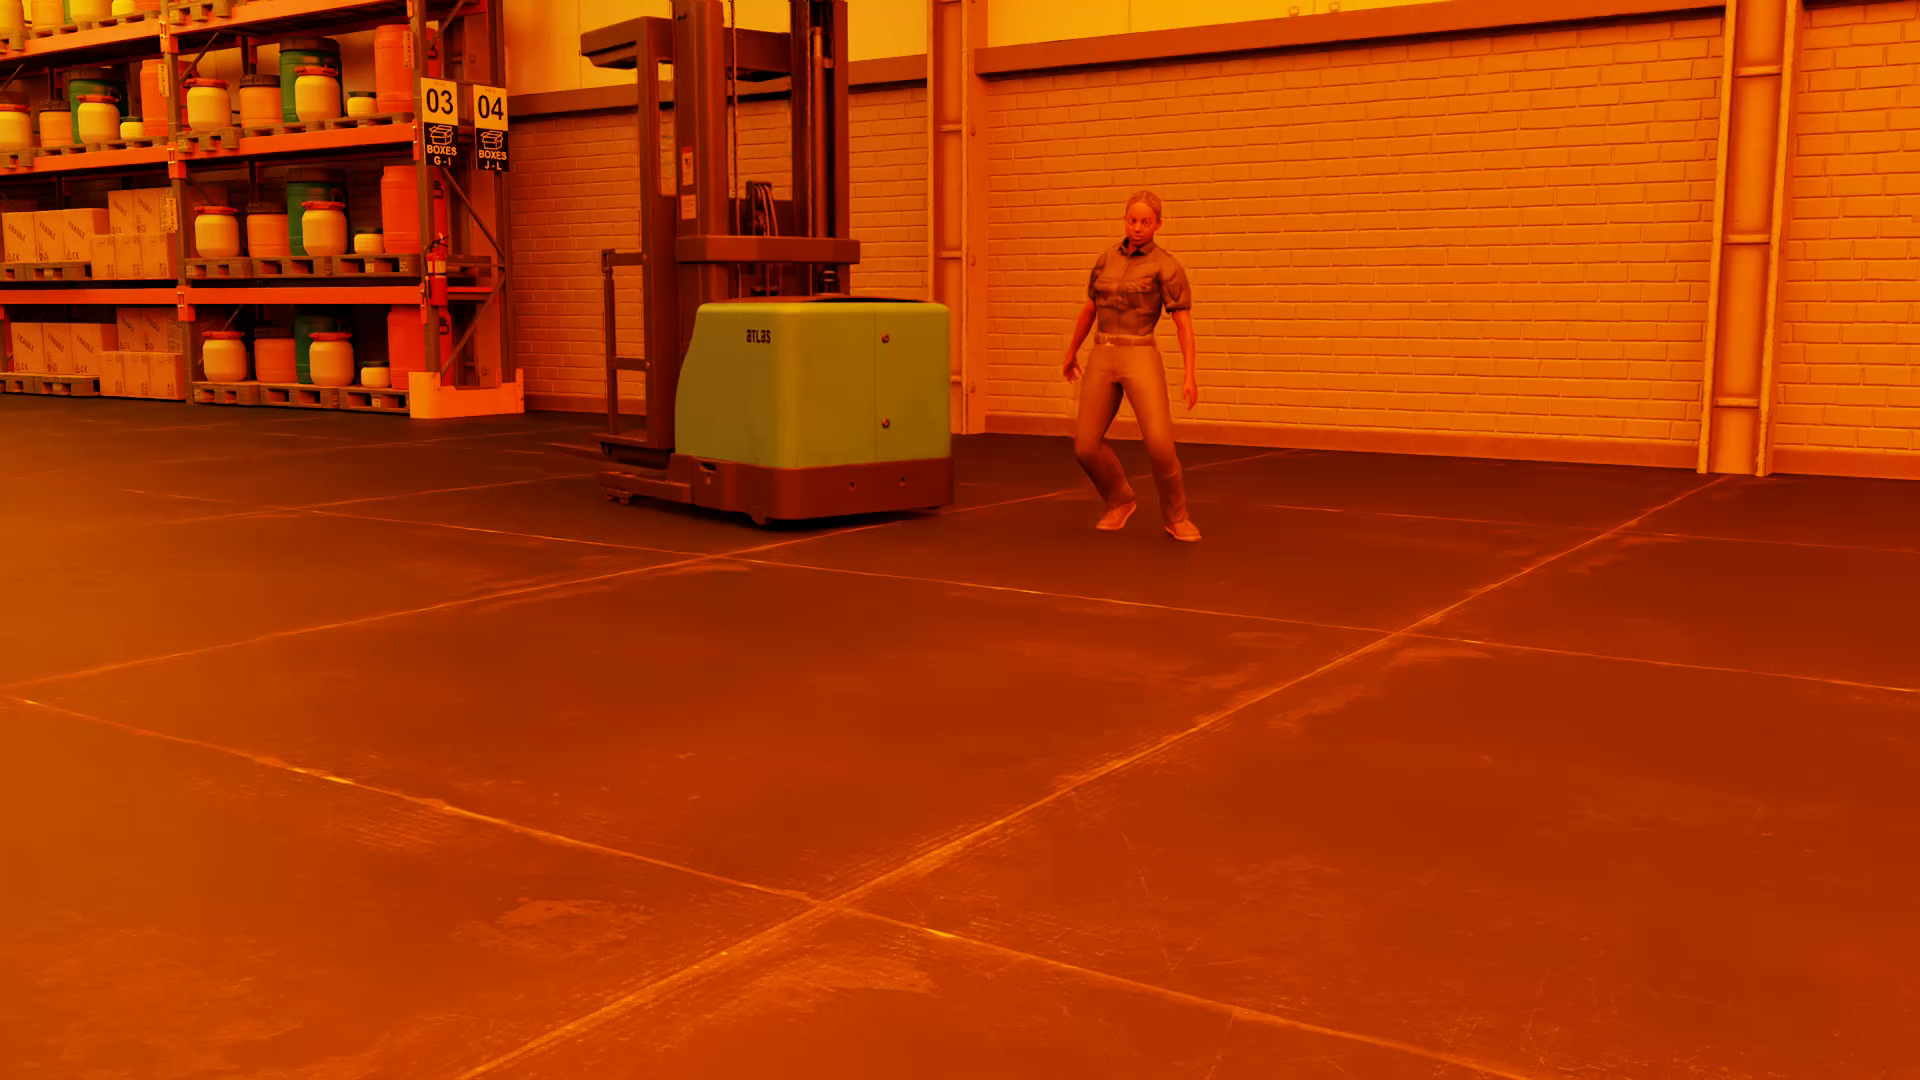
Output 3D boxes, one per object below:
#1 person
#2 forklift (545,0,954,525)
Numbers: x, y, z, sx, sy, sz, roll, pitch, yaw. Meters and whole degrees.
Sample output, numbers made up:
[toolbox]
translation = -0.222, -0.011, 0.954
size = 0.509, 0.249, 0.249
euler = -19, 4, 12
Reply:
[person]
translation = 0.809, -0.813, 7.759
size = 0.817, 1.588, 0.466
euler = 7, 11, 40
[forklift]
translation = -1.338, -1.681, 9.016
size = 1.130, 2.935, 3.031
euler = -6, 10, -38
